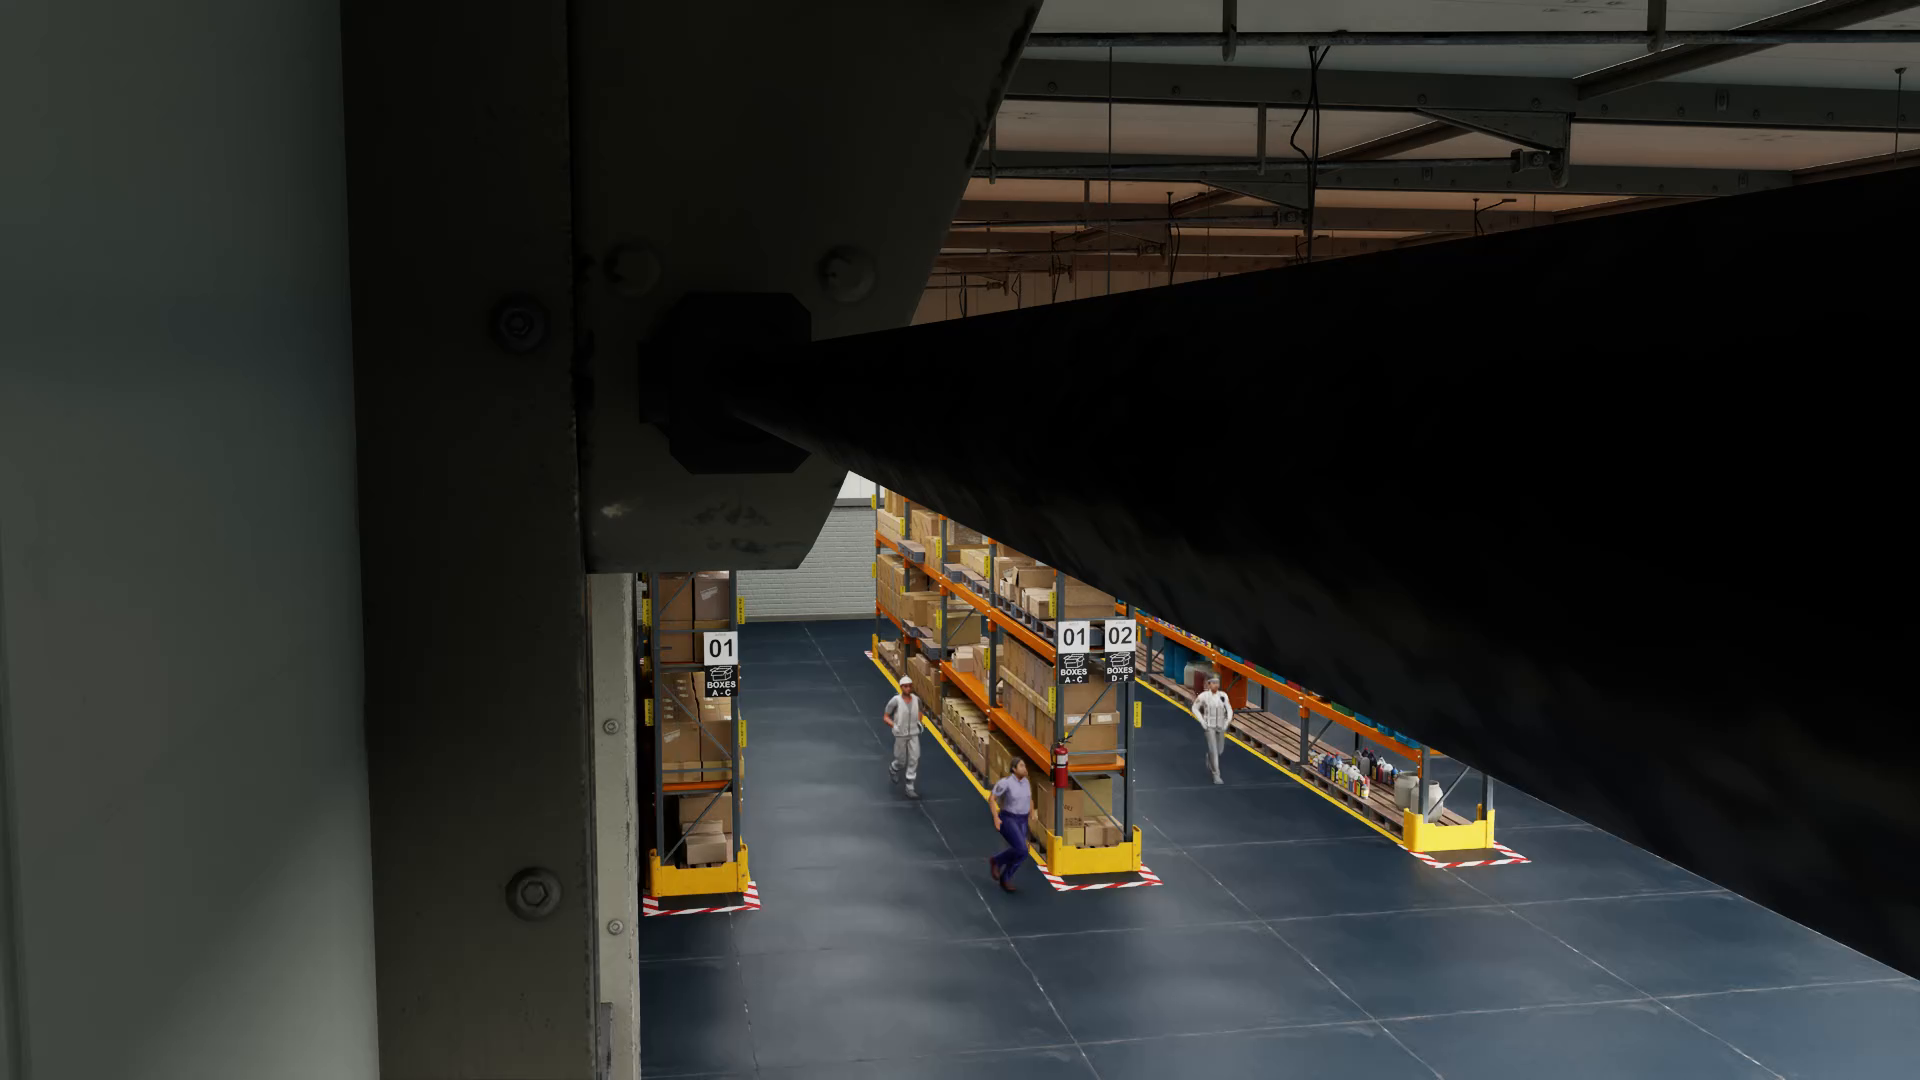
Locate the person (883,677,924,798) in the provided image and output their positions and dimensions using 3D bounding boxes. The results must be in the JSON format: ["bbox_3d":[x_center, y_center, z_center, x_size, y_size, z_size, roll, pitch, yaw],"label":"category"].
[{"bbox_3d":[-0.809,2.903,24.749,0.667,1.763,0.860,-3,6,-24],"label":"person"}]

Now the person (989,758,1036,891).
[{"bbox_3d":[0.716,3.464,20.352,0.509,1.574,0.643,6,8,44],"label":"person"}]

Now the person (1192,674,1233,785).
[{"bbox_3d":[3.897,2.873,25.595,0.635,1.670,0.741,-1,6,-11],"label":"person"}]
